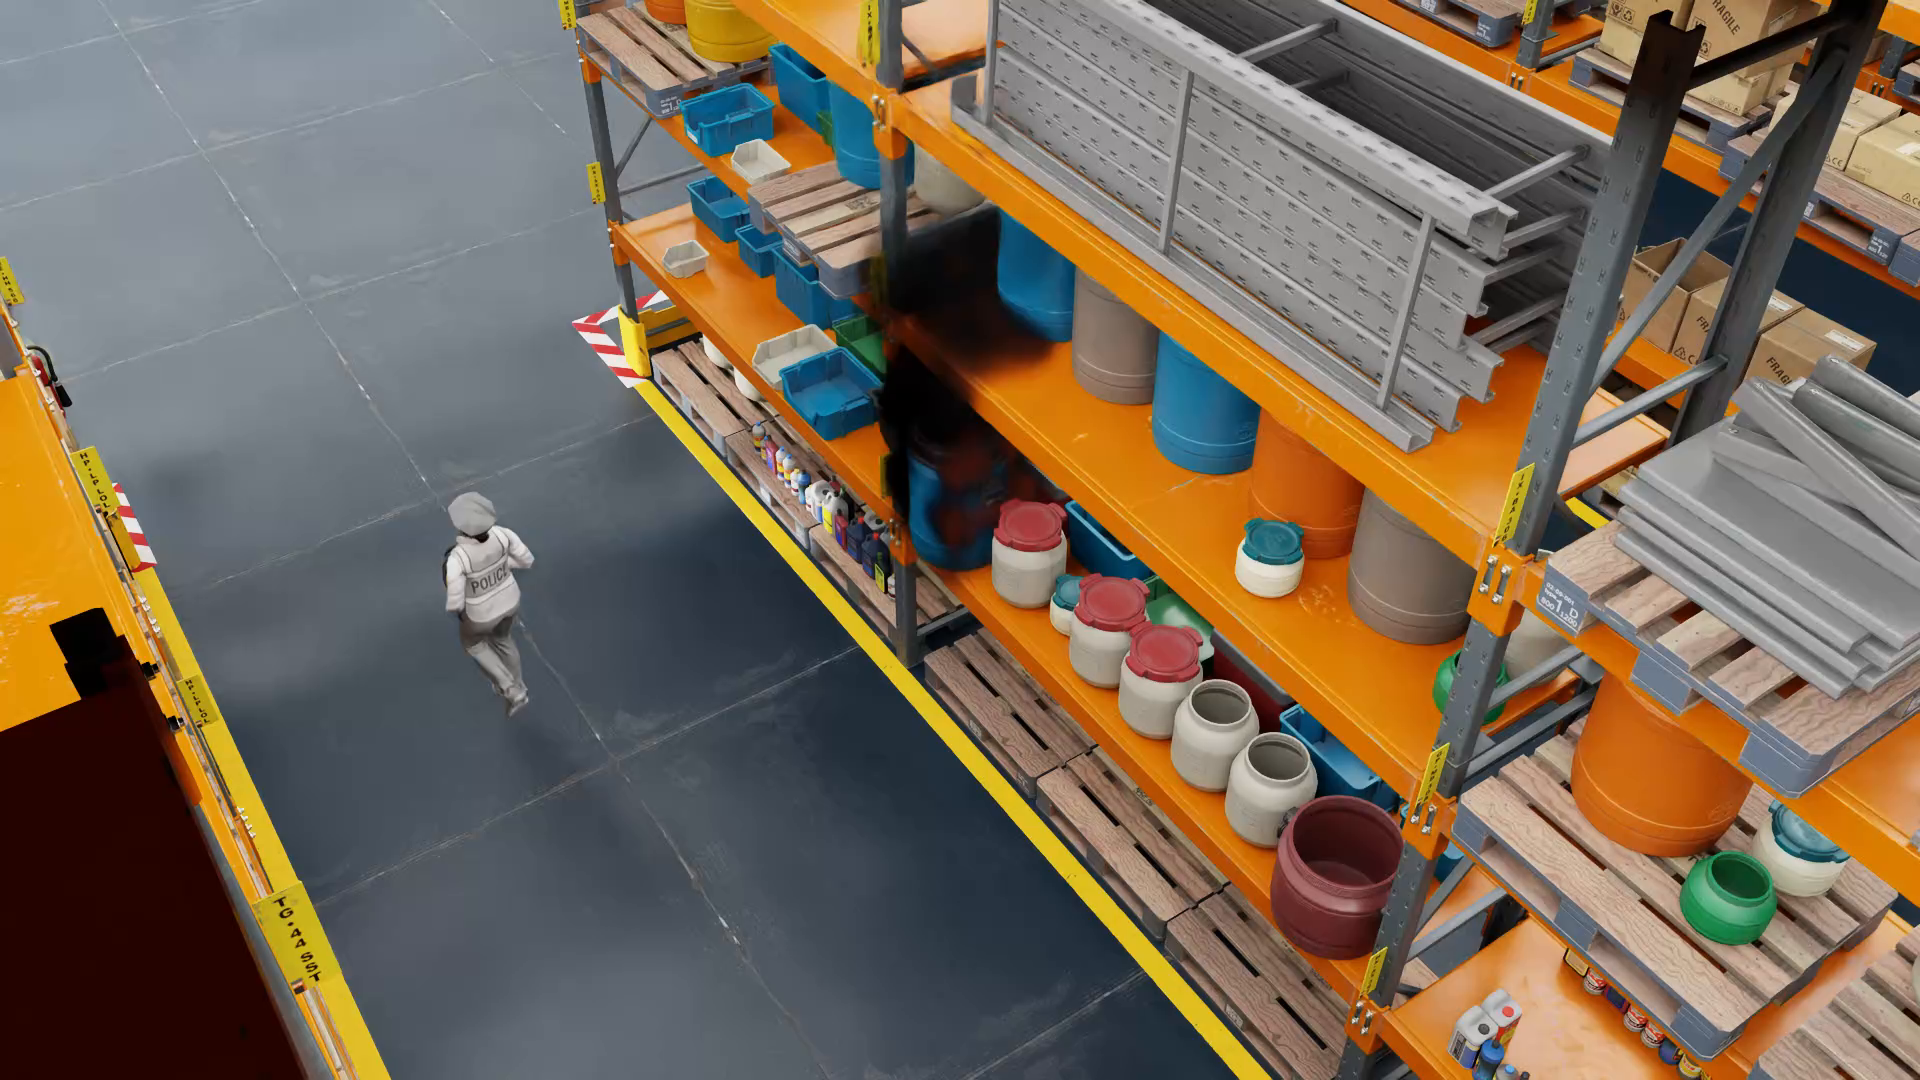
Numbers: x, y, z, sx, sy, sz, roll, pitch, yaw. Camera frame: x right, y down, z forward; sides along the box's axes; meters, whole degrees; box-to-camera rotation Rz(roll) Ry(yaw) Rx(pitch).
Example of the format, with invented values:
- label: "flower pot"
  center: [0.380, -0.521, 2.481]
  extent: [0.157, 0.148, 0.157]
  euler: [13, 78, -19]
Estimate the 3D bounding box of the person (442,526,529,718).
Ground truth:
- label: "person"
  center: [-2.769, 0.375, 9.737]
  extent: [0.506, 1.613, 0.428]
  euler: [33, 52, 30]
